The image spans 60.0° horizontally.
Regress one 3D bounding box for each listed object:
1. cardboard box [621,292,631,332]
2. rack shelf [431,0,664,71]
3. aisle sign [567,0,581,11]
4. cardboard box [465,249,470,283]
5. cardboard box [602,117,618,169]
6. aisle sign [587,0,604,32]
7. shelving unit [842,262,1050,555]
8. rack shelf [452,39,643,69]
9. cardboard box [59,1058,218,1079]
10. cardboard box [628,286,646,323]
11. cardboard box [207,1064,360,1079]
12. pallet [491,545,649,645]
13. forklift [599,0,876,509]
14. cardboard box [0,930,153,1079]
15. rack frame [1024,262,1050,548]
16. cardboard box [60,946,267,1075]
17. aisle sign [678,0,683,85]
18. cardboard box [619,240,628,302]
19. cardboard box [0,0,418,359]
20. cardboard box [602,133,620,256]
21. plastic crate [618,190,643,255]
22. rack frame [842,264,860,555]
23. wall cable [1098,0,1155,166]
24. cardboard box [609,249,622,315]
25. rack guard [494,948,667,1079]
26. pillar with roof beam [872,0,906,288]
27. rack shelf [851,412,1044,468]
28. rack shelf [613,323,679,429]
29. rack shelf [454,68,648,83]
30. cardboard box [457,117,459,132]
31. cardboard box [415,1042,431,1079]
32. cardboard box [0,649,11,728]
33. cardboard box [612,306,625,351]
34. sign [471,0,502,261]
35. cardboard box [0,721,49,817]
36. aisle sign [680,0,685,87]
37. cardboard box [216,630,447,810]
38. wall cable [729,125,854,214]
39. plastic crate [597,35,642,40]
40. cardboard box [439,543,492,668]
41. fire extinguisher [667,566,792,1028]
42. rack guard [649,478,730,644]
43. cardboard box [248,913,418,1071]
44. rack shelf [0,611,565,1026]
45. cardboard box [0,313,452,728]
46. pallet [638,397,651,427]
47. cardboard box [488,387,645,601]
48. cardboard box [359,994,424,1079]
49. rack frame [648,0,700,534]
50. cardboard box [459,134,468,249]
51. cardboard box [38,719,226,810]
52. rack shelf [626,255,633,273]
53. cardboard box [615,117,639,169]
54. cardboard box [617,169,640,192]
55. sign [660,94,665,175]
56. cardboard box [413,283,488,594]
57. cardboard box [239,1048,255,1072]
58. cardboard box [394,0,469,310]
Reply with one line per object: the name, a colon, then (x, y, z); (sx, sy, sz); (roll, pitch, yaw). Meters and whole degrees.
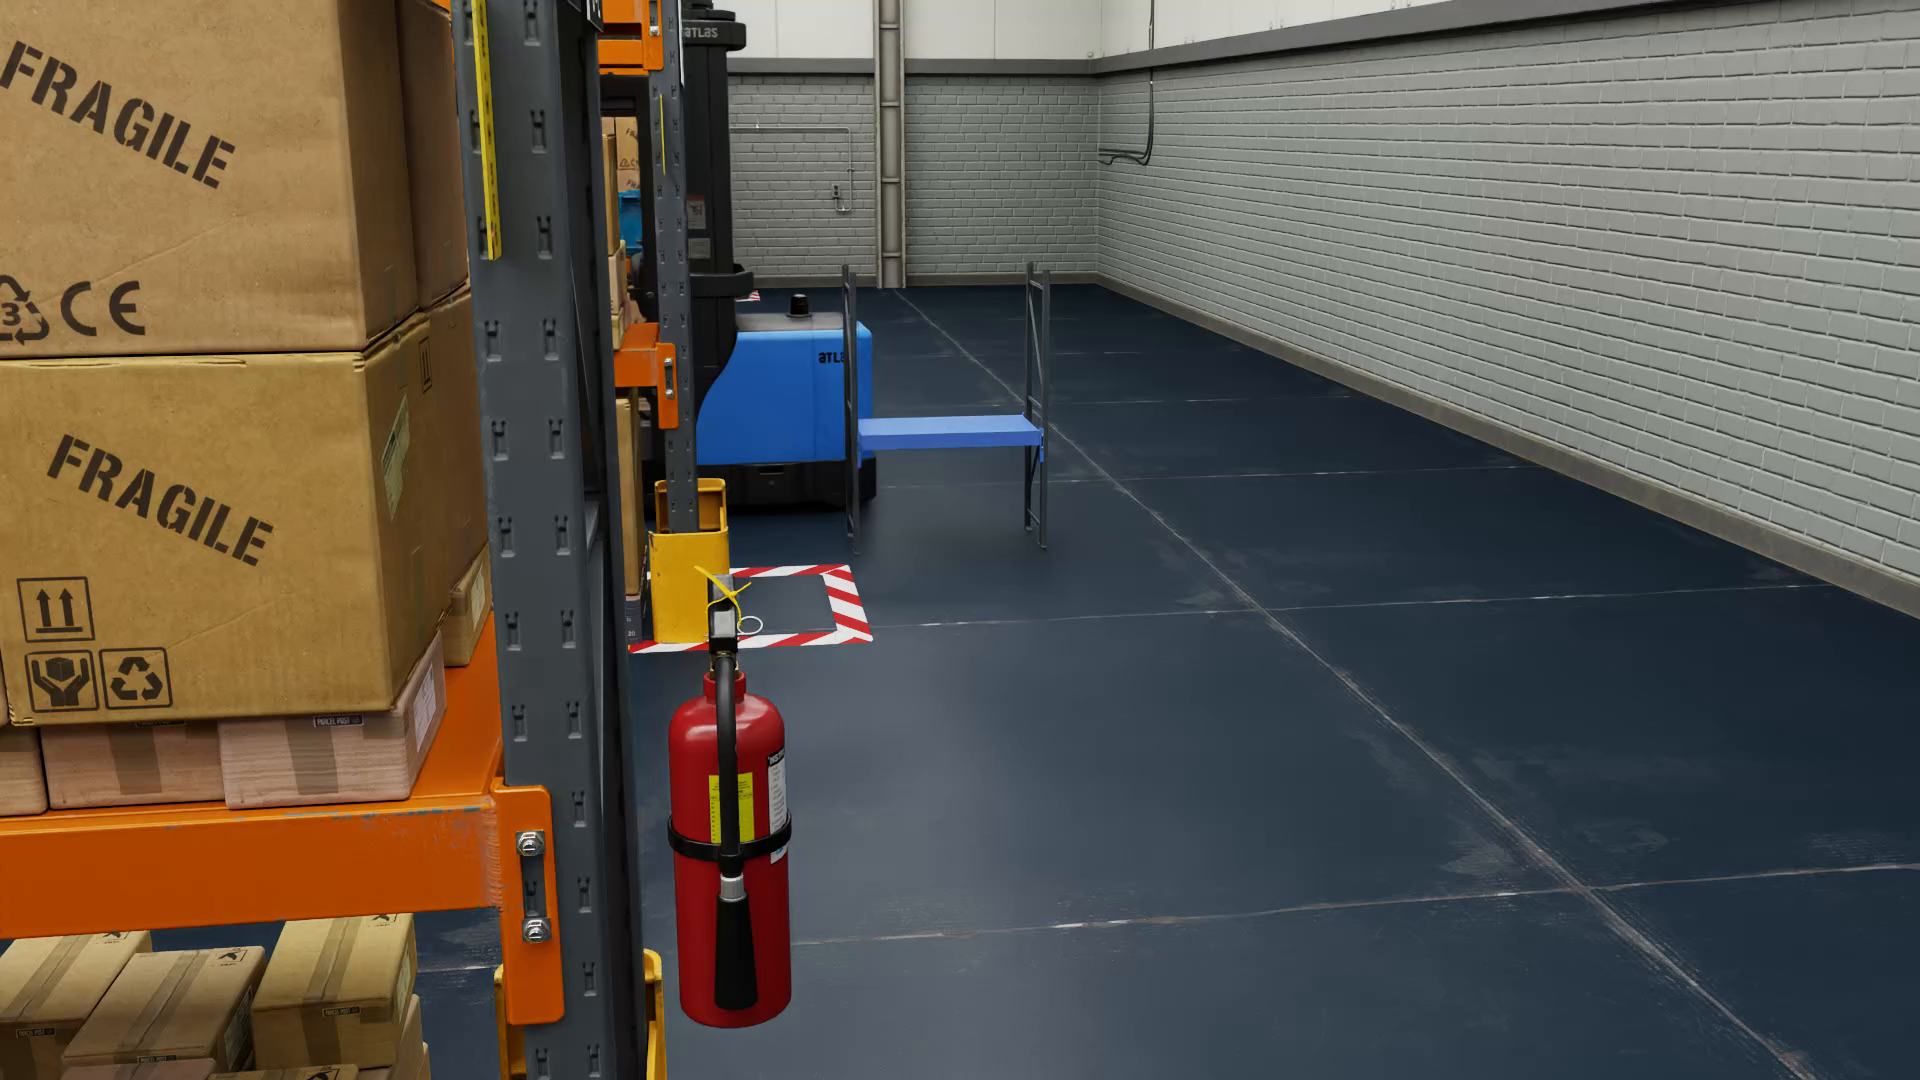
cardboard box: (-1.699, -1.081, 7.883); (0.250, 0.149, 0.380); (-2, 14, -8)
rack shelf: (-3.277, -2.170, 7.020); (4.000, 0.370, 1.077); (-2, 14, -8)
aisle sign: (-0.543, -1.131, 2.221); (0.004, 0.787, 0.394); (-2, 14, -8)
cardboard box: (-2.241, -1.108, 7.172); (0.500, 0.250, 0.500); (-2, 14, -9)
cardboard box: (-3.670, -3.952, 16.553); (0.500, 0.500, 0.500); (-2, 14, -7)
aisle sign: (-0.633, -1.275, 2.797); (0.004, 0.787, 0.394); (-2, 14, -8)
shelving unit: (-0.084, -0.724, 9.027); (1.048, 1.500, 0.538); (-2, 14, -8)
rack shelf: (-4.015, -3.361, 11.771); (4.000, 0.370, 1.077); (-2, 14, -8)
cardboard box: (-1.403, 1.026, 2.737); (0.250, 0.149, 0.380); (-2, 14, -7)
cardboard box: (-3.272, -2.441, 17.025); (0.500, 0.500, 0.500); (-2, 14, -8)
cardboard box: (-1.146, 1.031, 2.719); (0.250, 0.149, 0.380); (-2, 14, -8)
pallet: (-2.078, 0.264, 7.735); (1.213, 0.211, 1.003); (-2, 14, -8)
forklift: (-2.071, -1.658, 9.808); (3.031, 2.935, 1.130); (-3, 14, -10)
cardboard box: (-1.752, 0.905, 3.220); (0.250, 0.149, 0.380); (-2, 14, -8)
rack frame: (0.418, -0.743, 9.101); (0.032, 1.500, 0.500); (-2, 14, -8)
cardboard box: (-1.484, 0.927, 3.133); (0.250, 0.149, 0.380); (-2, 14, -7)
aisle sign: (-1.183, -2.328, 6.993); (0.004, 0.787, 0.394); (-2, 14, -8)
cardboard box: (-1.814, -1.255, 7.758); (0.500, 0.250, 0.500); (-2, 14, -10)
cardboard box: (-1.076, -0.541, 2.340); (0.500, 0.500, 0.500); (-2, 14, -9)
cardboard box: (-1.742, -1.491, 7.155); (0.500, 0.500, 0.500); (-2, 14, -8)
plastic crate: (-2.340, -2.317, 12.098); (0.499, 0.435, 0.616); (-2, 14, -8)
rack frame: (-0.587, -0.706, 8.954); (0.032, 1.500, 0.500); (-2, 14, -8)
wall cable: (2.133, -6.234, 21.962); (0.112, 2.526, 3.097); (-2, 14, -8)
cardboard box: (-1.739, -1.127, 7.244); (0.500, 0.250, 0.500); (-2, 14, -9)
rack guard: (-0.735, 1.276, 3.108); (0.348, 0.500, 1.175); (-2, 14, -8)
pillar with roof beam: (-0.331, -6.891, 18.201); (0.400, 9.000, 9.100); (-2, 14, -8)
rack shelf: (-0.084, -0.550, 9.071); (1.000, 0.185, 0.538); (-2, 14, -8)
rack shelf: (-3.277, -0.715, 7.385); (4.000, 0.370, 1.077); (-2, 14, -8)
rack shelf: (-4.749, -4.553, 16.523); (4.000, 0.370, 1.077); (-2, 14, -8)
cardboard box: (-4.690, -3.914, 16.400); (0.500, 0.500, 0.500); (-2, 14, -7)
cardboard box: (-1.226, 1.181, 3.342); (0.250, 0.149, 0.380); (-2, 14, -7)
cardboard box: (-1.576, -0.037, 2.385); (0.500, 0.500, 0.500); (-2, 14, -9)
cardboard box: (-1.602, -0.922, 7.250); (0.250, 0.149, 0.380); (-2, 14, -7)
sign: (-0.597, -0.520, 2.100); (0.005, 0.325, 0.100); (-2, 14, -8)
cardboard box: (-1.438, 0.275, 2.477); (0.250, 0.149, 0.380); (-2, 14, -9)
aisle sign: (-1.273, -2.472, 7.569); (0.004, 0.787, 0.394); (-2, 14, -8)
cardboard box: (-0.941, 0.262, 2.527); (0.250, 0.149, 0.380); (-2, 14, -8)
wall cable: (-2.388, -5.478, 22.808); (1.851, 1.984, 0.084); (-2, 14, -8)
plastic crate: (-2.459, -3.772, 12.200); (0.590, 0.269, 0.497); (-2, 14, -8)
cardboard box: (-1.029, 0.115, 3.113); (0.250, 0.149, 0.380); (-2, 14, -9)
fire extinguisher: (-0.342, 0.381, 2.463); (0.183, 0.674, 0.296); (-2, 14, -8)
rack guard: (-1.275, 0.075, 7.894); (0.348, 0.500, 1.175); (-2, 14, -8)
cardboard box: (-1.229, 0.888, 3.288); (0.250, 0.149, 0.380); (-3, 14, -11)
rack shelf: (-2.638, 0.482, 2.613); (4.000, 0.370, 1.077); (-2, 14, -8)
cardboard box: (-1.066, -0.054, 2.455); (0.500, 0.500, 0.500); (-2, 14, -7)
pallet: (-2.858, -0.955, 12.595); (1.213, 0.211, 1.003); (-2, 14, -8)
cardboard box: (-1.920, -0.267, 7.625); (0.875, 0.875, 0.875); (-2, 14, -8)
cardboard box: (-1.217, 1.052, 3.245); (0.250, 0.149, 0.380); (-1, 14, -6)
rack frame: (-1.299, -1.136, 7.587); (0.127, 3.000, 1.000); (-2, 14, -8)
cardboard box: (-2.309, -1.601, 7.595); (0.500, 0.500, 0.500); (-2, 14, -10)
cardboard box: (-1.192, 0.262, 2.527); (0.250, 0.149, 0.380); (-2, 14, -8)
rack shelf: (-4.015, -1.906, 12.136); (4.000, 0.370, 1.077); (-2, 14, -8)
cardboard box: (-3.170, -3.971, 16.627); (0.500, 0.500, 0.500); (-2, 14, -9)
cardboard box: (-3.174, -3.486, 16.751); (0.500, 0.500, 0.500); (-2, 14, -7)
sign: (-1.232, -1.682, 6.895); (0.005, 0.325, 0.100); (-2, 14, -8)
cardboard box: (-1.145, -0.183, 2.967); (0.500, 0.500, 0.500); (-1, 14, -6)
cardboard box: (-1.496, 1.049, 3.260); (0.250, 0.149, 0.380); (-2, 14, -9)
cardboard box: (-1.144, -0.665, 2.835); (0.500, 0.500, 0.500); (-2, 14, -9)
